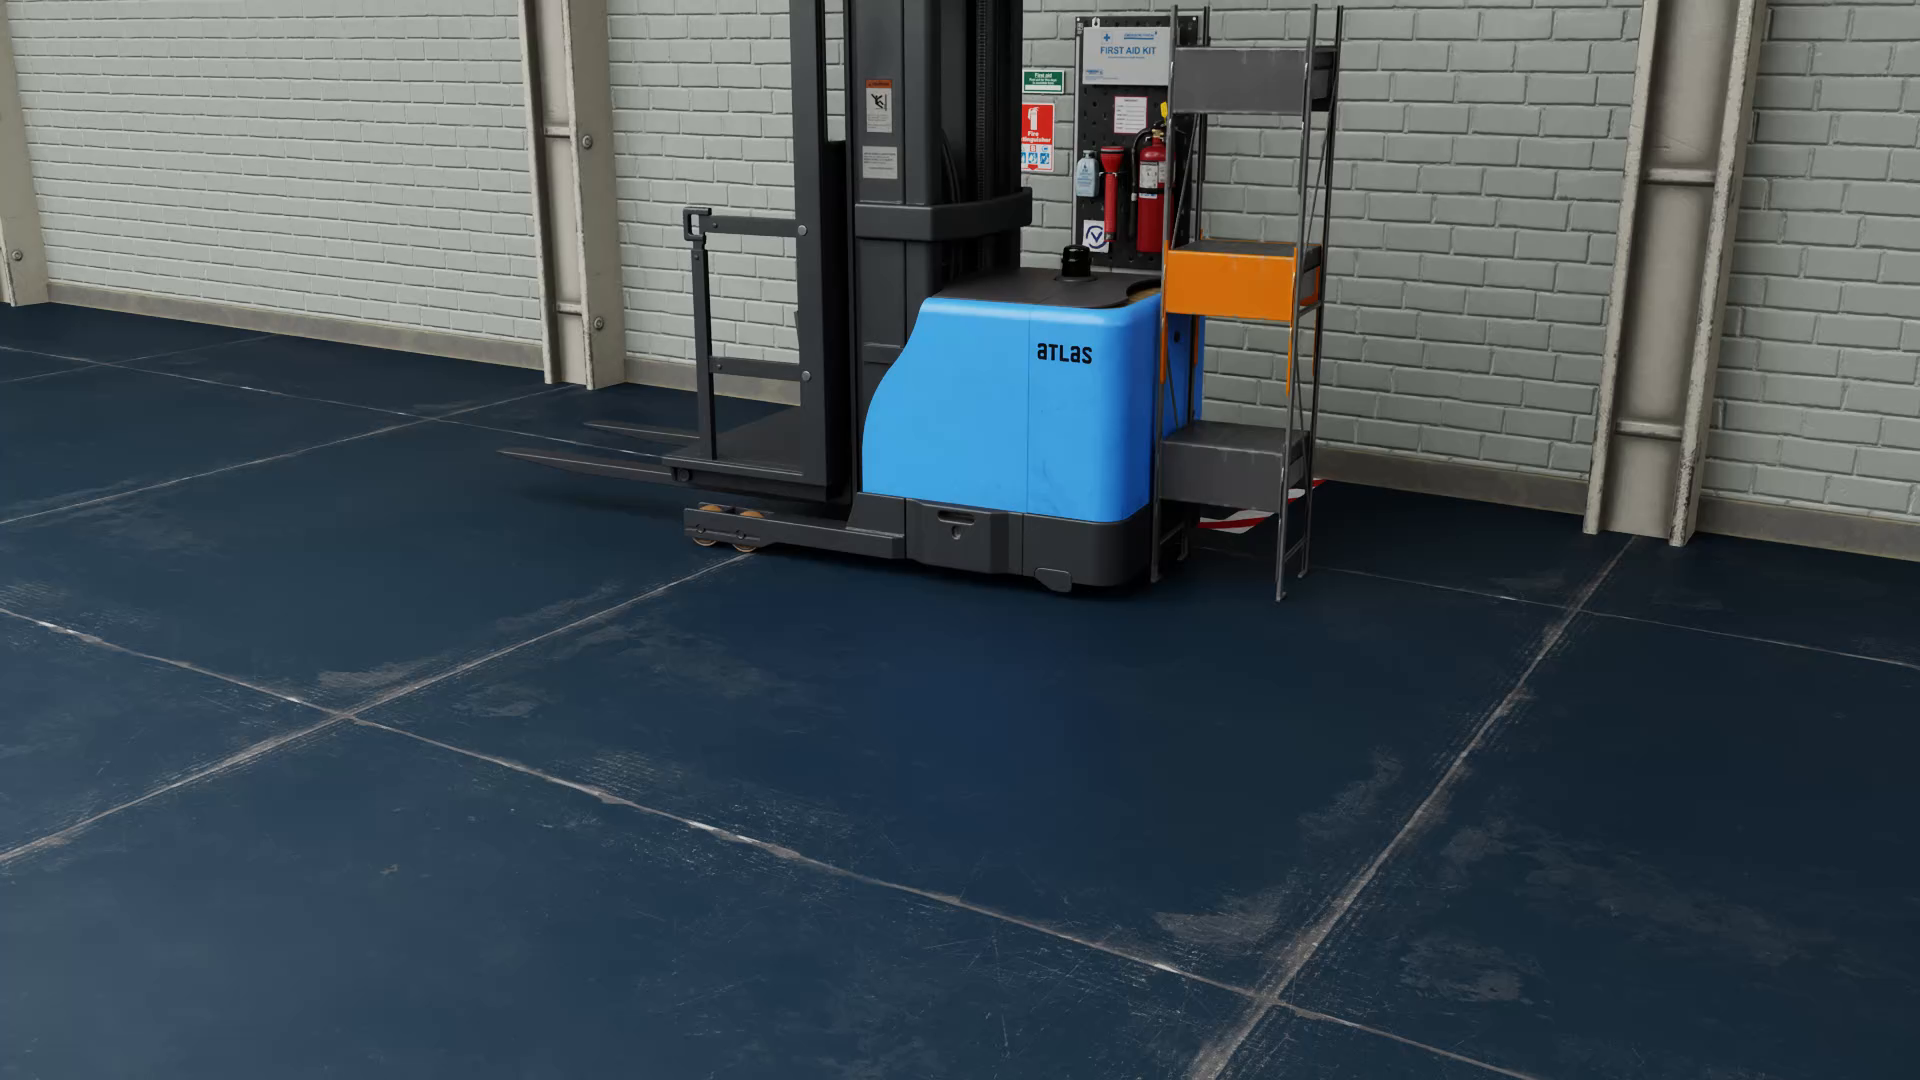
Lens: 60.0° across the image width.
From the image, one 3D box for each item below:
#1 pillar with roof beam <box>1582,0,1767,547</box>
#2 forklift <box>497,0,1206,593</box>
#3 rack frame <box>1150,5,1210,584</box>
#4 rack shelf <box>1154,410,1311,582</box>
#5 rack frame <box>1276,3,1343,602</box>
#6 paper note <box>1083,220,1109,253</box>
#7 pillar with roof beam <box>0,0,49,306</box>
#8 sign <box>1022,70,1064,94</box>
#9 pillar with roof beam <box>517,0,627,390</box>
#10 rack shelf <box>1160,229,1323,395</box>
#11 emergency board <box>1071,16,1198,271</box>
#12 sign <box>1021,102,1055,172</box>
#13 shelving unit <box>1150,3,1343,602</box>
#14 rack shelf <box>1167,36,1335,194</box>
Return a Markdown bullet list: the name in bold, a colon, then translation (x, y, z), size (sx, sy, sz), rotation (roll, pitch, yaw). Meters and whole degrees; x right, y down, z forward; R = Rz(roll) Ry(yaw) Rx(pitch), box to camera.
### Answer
- **pillar with roof beam**: translation (0.611, -3.279, 2.194), size (0.400, 9.000, 9.100), rotation (10, 20, 30)
- **forklift**: translation (-0.562, -1.481, 6.715), size (3.031, 2.935, 1.130), rotation (8, 19, 25)
- **rack frame**: translation (0.820, -0.891, 6.203), size (0.015, 2.100, 0.400), rotation (8, 19, 25)
- **rack shelf**: translation (1.040, -0.178, 6.309), size (0.480, 0.518, 0.431), rotation (8, 19, 25)
- **rack frame**: translation (1.259, -0.830, 6.000), size (0.015, 2.100, 0.400), rotation (8, 19, 25)
- **paper note**: translation (0.663, -1.483, 8.117), size (0.142, 0.148, 0.016), rotation (10, 20, 30)
- **pillar with roof beam**: translation (-9.615, -5.105, 8.203), size (0.400, 9.000, 9.100), rotation (10, 20, 30)
- **sign**: translation (0.360, -2.238, 8.114), size (0.331, 0.109, 0.001), rotation (10, 20, 30)
- **pillar with roof beam**: translation (-4.502, -4.192, 5.198), size (0.400, 9.000, 9.100), rotation (10, 20, 30)
- **rack shelf**: translation (1.040, -0.847, 6.105), size (0.480, 0.518, 0.431), rotation (8, 19, 25)
- **emergency board**: translation (0.778, -1.860, 7.845), size (0.643, 1.169, 0.194), rotation (10, 20, 30)
- **sign**: translation (0.361, -1.987, 8.200), size (0.234, 0.329, 0.001), rotation (10, 20, 30)
- **shelving unit**: translation (1.040, -0.861, 6.101), size (0.503, 2.100, 0.431), rotation (8, 19, 25)
- **rack shelf**: translation (1.040, -1.517, 5.902), size (0.480, 0.518, 0.431), rotation (8, 19, 25)
